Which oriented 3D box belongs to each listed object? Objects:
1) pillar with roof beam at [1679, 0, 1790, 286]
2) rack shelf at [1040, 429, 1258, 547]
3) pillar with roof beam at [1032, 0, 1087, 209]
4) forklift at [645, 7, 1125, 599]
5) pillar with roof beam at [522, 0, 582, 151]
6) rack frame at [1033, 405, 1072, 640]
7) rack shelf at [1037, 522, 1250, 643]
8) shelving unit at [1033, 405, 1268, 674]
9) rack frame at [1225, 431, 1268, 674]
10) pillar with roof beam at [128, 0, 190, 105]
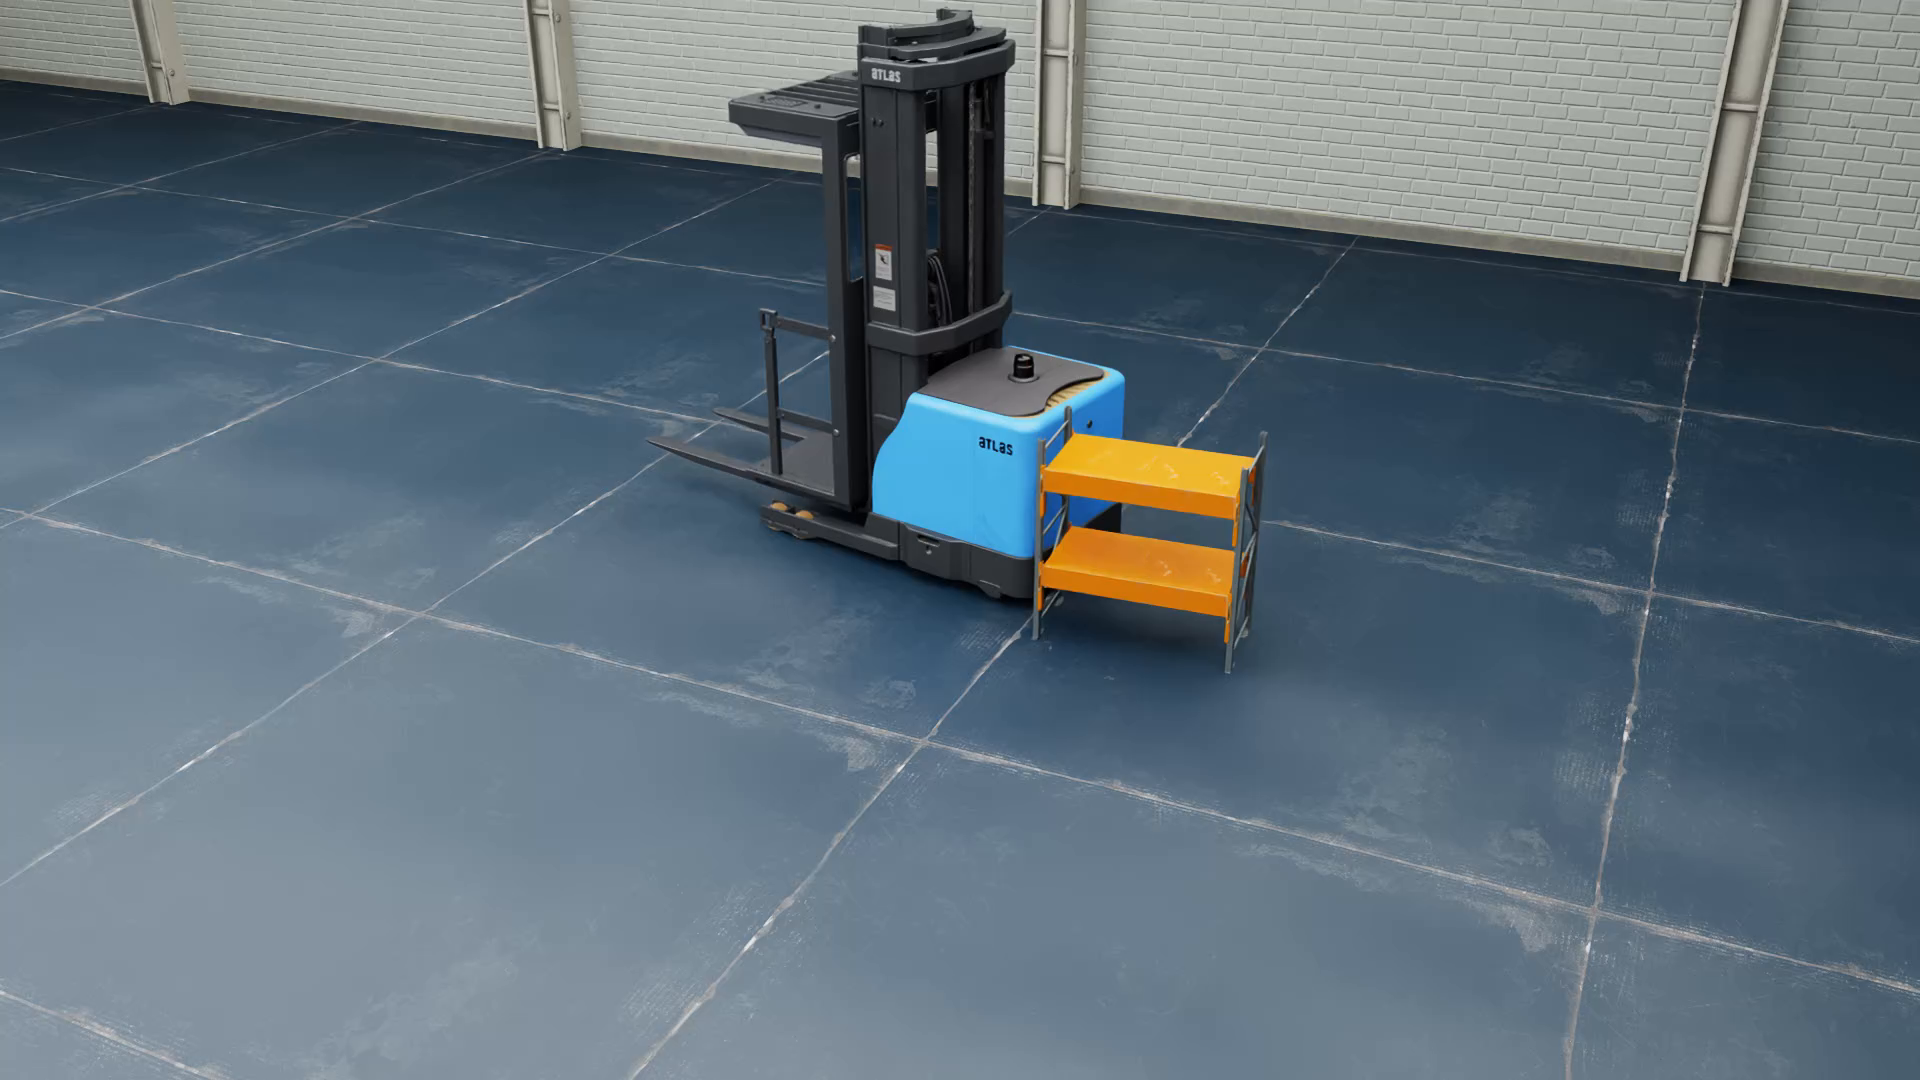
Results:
[{"bbox_3d":[4.636,-4.557,8.818,0.400,9.000,9.100,11,28,22],"label":"pillar with roof beam"},{"bbox_3d":[0.959,-0.274,8.370,1.000,0.278,0.538,9,28,18],"label":"rack shelf"},{"bbox_3d":[-0.826,-5.654,11.047,0.400,9.000,9.100,11,28,22],"label":"pillar with roof beam"},{"bbox_3d":[-0.568,-1.491,9.460,3.031,2.935,1.130,17,31,31],"label":"forklift"},{"bbox_3d":[-6.288,-6.751,13.275,0.400,9.000,9.100,11,28,22],"label":"pillar with roof beam"},{"bbox_3d":[0.482,-0.089,8.658,0.032,1.125,0.500,9,28,18],"label":"rack frame"},{"bbox_3d":[0.959,0.208,8.607,1.000,0.278,0.538,9,28,18],"label":"rack shelf"},{"bbox_3d":[0.959,-0.011,8.499,1.048,1.125,0.538,9,28,18],"label":"shelving unit"},{"bbox_3d":[1.435,0.067,8.341,0.032,1.125,0.500,9,28,18],"label":"rack frame"},{"bbox_3d":[-11.749,-7.848,15.503,0.400,9.000,9.100,11,28,22],"label":"pillar with roof beam"}]
